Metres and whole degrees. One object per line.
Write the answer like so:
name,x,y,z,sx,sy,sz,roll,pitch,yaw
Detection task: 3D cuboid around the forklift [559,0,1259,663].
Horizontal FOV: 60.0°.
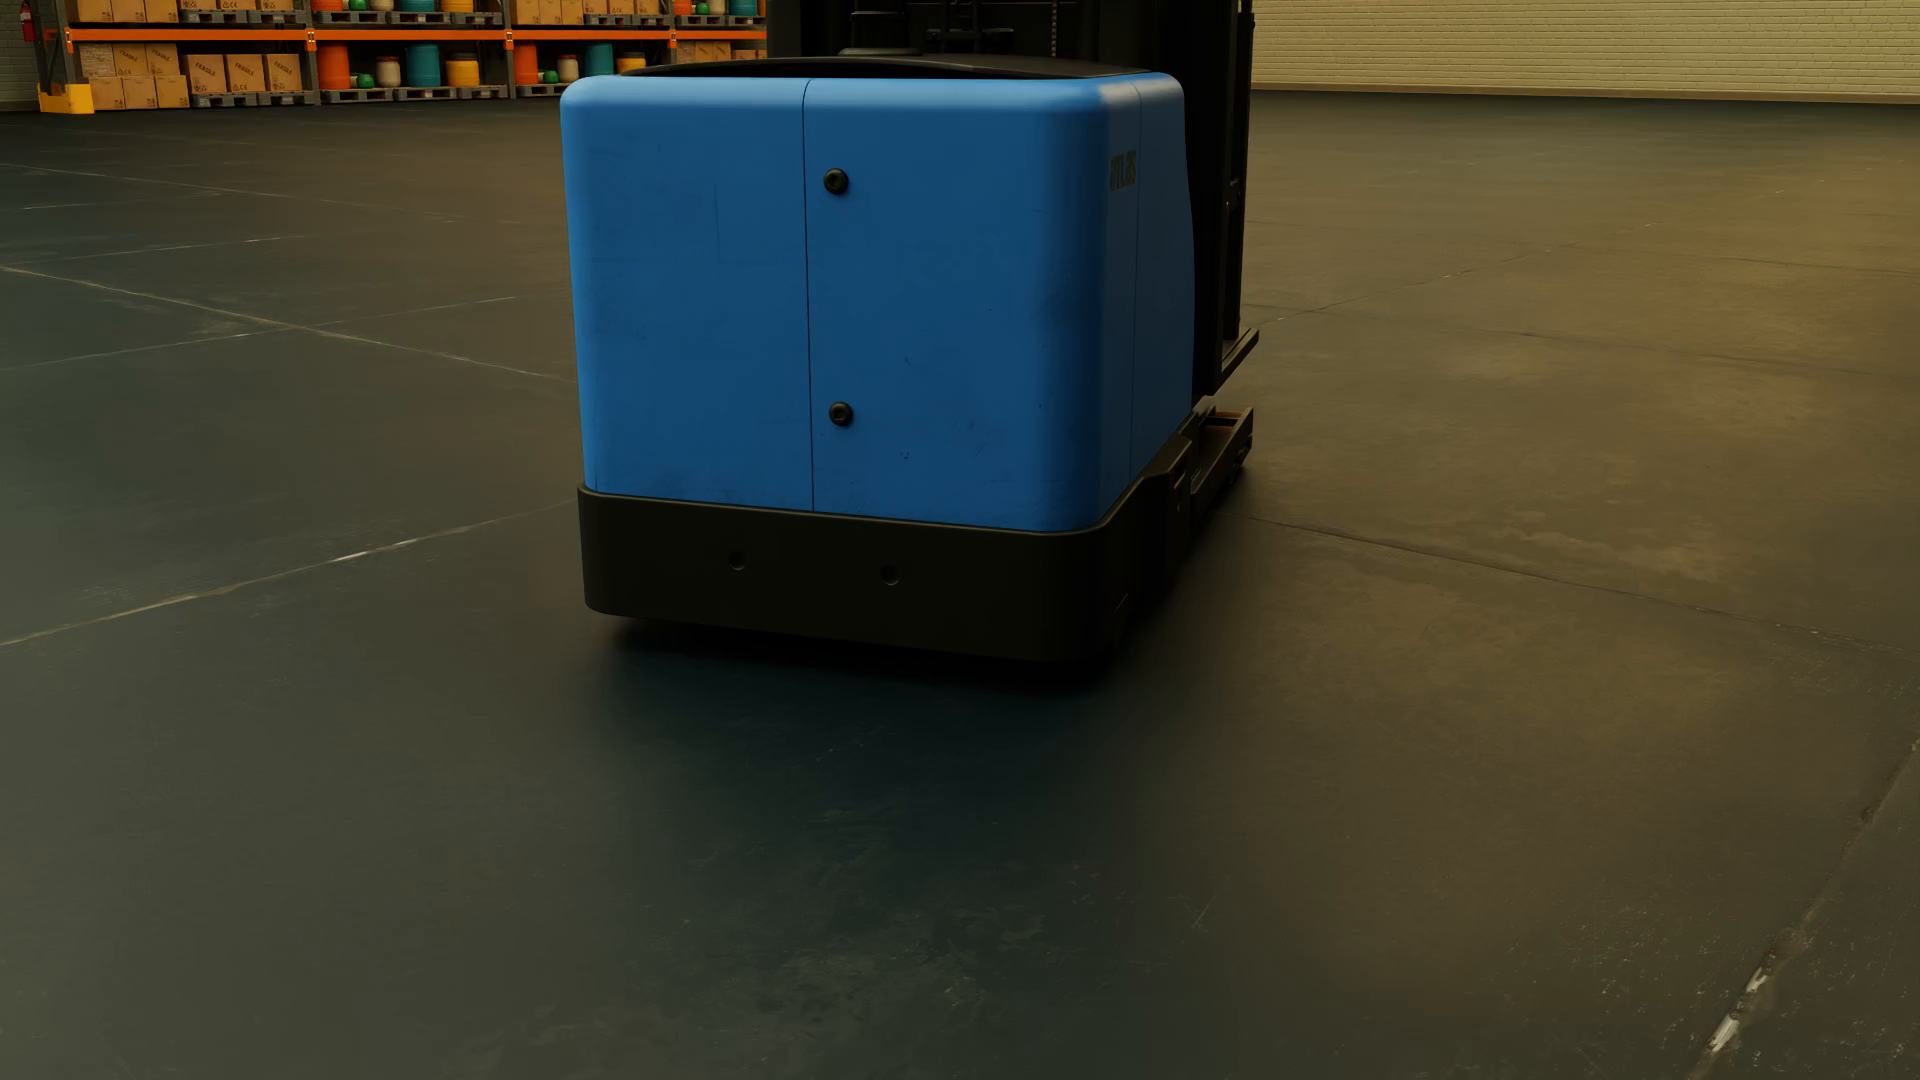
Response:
forklift,0.182,-1.571,4.072,1.130,2.935,3.031,5,18,17
